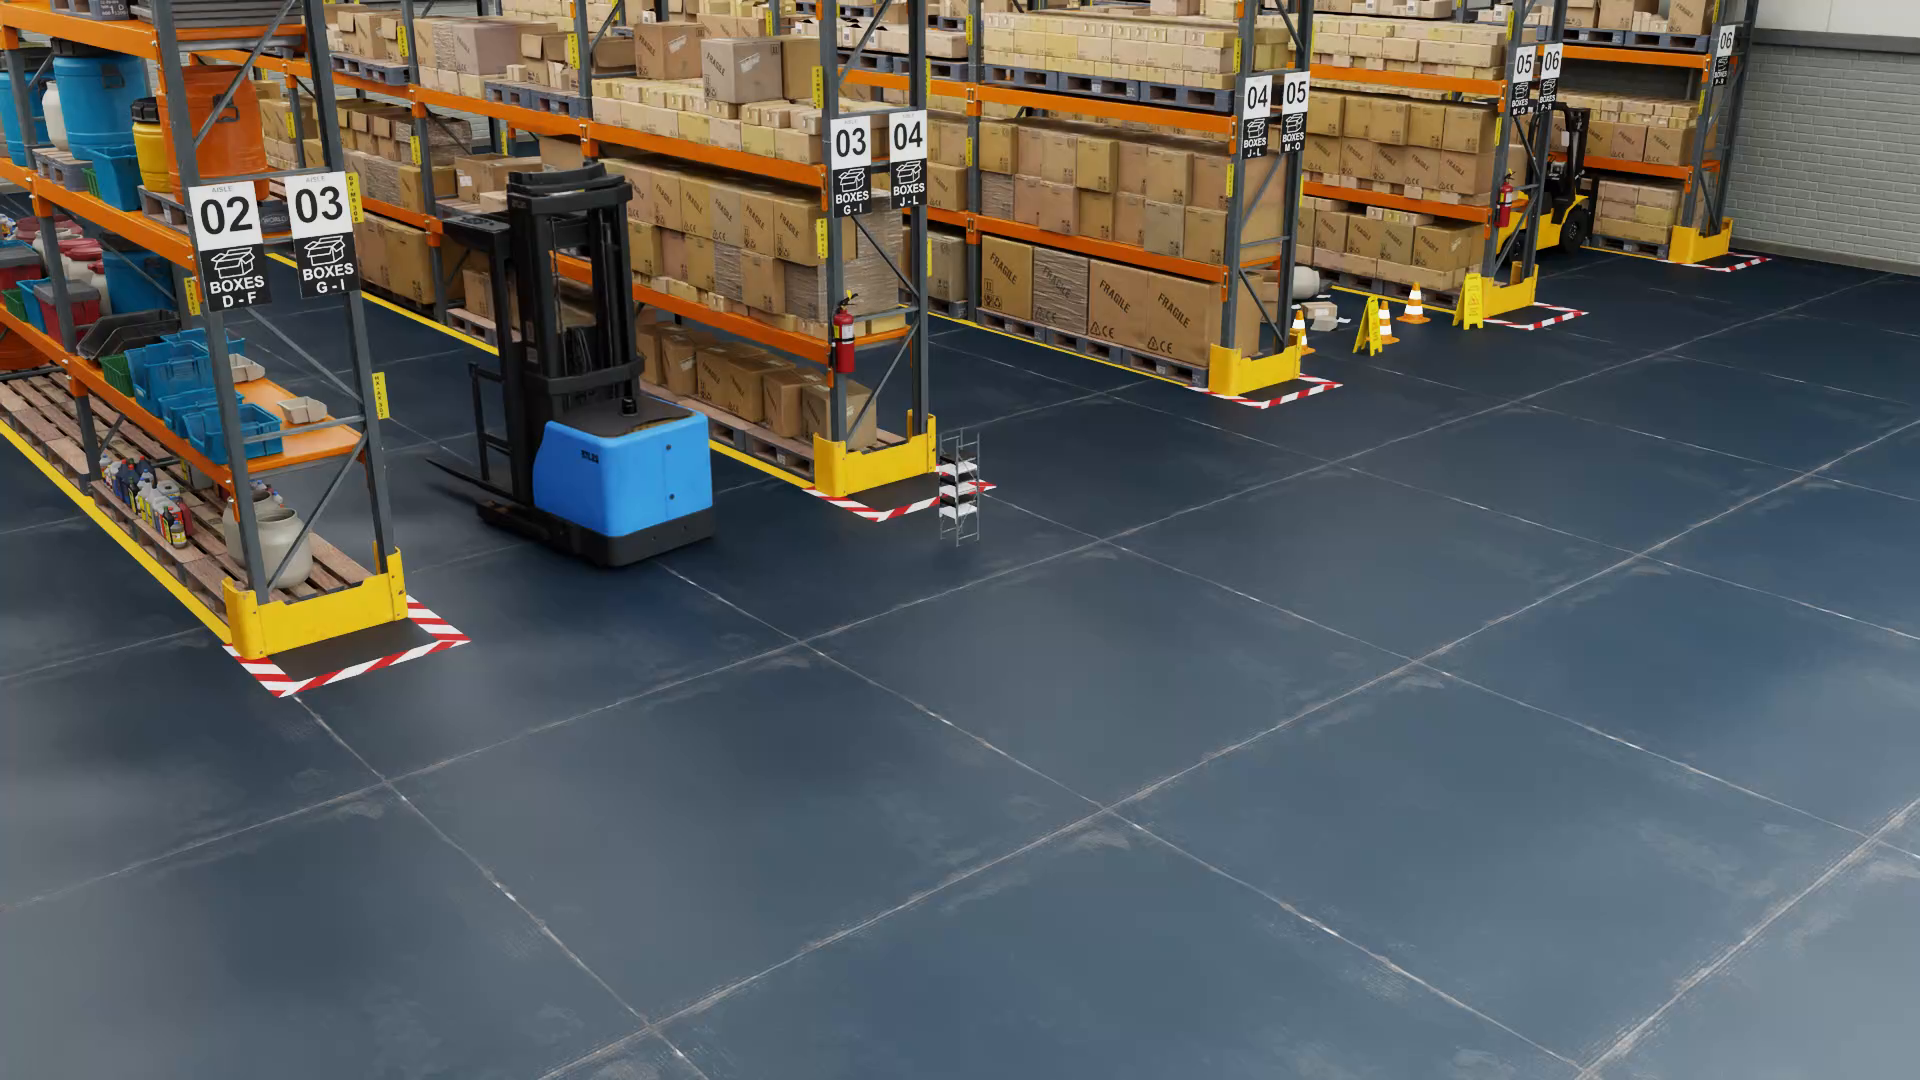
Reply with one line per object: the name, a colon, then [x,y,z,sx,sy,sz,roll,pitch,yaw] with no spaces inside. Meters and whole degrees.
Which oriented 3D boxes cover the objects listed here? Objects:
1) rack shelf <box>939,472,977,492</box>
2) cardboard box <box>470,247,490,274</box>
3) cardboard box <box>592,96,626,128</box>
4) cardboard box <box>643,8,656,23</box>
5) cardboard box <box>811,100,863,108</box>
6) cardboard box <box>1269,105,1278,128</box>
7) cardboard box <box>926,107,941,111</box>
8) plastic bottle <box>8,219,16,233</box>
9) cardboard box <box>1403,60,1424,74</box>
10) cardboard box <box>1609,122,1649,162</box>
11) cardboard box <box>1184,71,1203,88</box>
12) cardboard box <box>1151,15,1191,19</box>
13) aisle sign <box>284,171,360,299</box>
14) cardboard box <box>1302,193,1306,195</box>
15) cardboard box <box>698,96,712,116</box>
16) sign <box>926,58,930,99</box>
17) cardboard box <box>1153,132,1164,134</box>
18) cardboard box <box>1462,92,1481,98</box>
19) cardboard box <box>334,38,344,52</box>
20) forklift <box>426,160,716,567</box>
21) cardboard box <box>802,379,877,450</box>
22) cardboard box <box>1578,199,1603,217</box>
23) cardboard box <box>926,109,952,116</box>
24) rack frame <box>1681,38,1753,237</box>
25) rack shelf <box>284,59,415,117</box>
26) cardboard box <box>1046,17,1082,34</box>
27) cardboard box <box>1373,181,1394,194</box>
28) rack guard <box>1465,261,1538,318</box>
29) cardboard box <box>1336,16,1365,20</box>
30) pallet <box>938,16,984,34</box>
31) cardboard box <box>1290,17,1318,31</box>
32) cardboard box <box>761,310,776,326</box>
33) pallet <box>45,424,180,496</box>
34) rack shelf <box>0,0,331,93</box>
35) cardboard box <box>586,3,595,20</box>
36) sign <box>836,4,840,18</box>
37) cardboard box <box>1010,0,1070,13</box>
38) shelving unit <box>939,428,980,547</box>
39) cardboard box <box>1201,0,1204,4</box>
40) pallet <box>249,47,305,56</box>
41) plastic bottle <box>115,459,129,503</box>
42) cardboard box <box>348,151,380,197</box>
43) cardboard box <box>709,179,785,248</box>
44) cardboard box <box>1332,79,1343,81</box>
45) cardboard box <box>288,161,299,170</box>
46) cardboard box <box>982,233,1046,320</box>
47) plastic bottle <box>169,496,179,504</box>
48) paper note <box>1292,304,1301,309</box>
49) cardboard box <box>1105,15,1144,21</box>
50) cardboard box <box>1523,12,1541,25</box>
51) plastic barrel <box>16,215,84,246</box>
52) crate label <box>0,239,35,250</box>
rack shelf: [-0.005,-0.474,13.305,0.258,0.077,0.200,-17,27,-37]
cardboard box: [-5.461,-3.344,19.704,0.500,0.250,0.500,-16,27,-35]
cardboard box: [-3.210,-4.168,16.105,0.500,0.250,0.500,-19,28,-39]
cardboard box: [-4.293,-7.647,24.328,0.500,0.311,0.500,-18,28,-38]
cardboard box: [-1.057,-3.700,14.363,0.380,0.149,0.250,-18,28,-38]
cardboard box: [4.321,-5.863,22.424,0.700,0.500,0.500,-18,28,-38]
cardboard box: [-0.275,-7.053,27.585,0.500,0.250,0.500,-18,28,-38]
plastic bottle: [-10.305,-3.356,18.116,0.097,0.271,0.097,0,21,0]
cardboard box: [5.716,-5.878,20.609,0.380,0.149,0.250,-18,28,-38]
cardboard box: [9.715,-5.728,23.860,0.500,0.500,0.500,-16,27,-36]
cardboard box: [2.487,-4.677,16.830,0.380,0.149,0.250,-17,27,-37]
cardboard box: [3.048,-7.317,23.569,0.500,0.250,0.500,-17,27,-37]
aisle sign: [-4.182,-2.002,10.919,0.394,0.787,0.004,-17,27,-37]
cardboard box: [4.787,-4.550,23.155,0.500,0.500,0.500,-18,28,-38]
cardboard box: [-2.104,-3.884,14.833,0.380,0.149,0.250,-19,28,-40]
sign: [-0.288,-3.854,13.899,0.100,0.325,0.005,-17,27,-37]
cardboard box: [2.998,-5.826,24.014,0.380,0.149,0.250,-17,27,-37]
cardboard box: [7.939,-6.896,25.544,0.380,0.149,0.250,-17,27,-36]
cardboard box: [-7.673,-6.265,21.021,0.380,0.149,0.250,-19,28,-40]
forklift: [-3.392,-1.593,13.533,3.031,2.935,1.130,19,28,39]
cardboard box: [-1.094,-1.129,15.106,0.500,0.500,0.500,-12,24,-28]
cardboard box: [9.340,-4.950,24.517,0.500,0.250,0.500,-18,28,-39]
cardboard box: [-0.482,-5.108,20.905,0.700,0.500,0.500,-17,27,-37]
rack frame: [10.567,-5.463,23.319,1.000,3.000,0.127,-17,27,-37]
rack shelf: [-7.226,-5.746,20.914,1.077,0.370,4.000,-17,27,-37]
cardboard box: [1.161,-5.609,18.118,0.380,0.149,0.250,-17,27,-37]
cardboard box: [5.515,-4.552,21.338,0.380,0.149,0.250,-18,28,-38]
rack guard: [6.759,-3.137,20.809,1.175,0.500,0.348,-17,27,-37]
cardboard box: [5.169,-6.814,21.905,0.380,0.149,0.250,-16,27,-36]
pallet: [0.394,-8.273,26.639,1.003,0.211,1.213,-16,26,-35]
cardboard box: [4.514,-6.732,21.696,0.380,0.149,0.250,-19,28,-39]
cardboard box: [-1.557,-2.033,14.905,0.380,0.149,0.250,-17,27,-37]
pallet: [-7.604,-0.757,15.126,1.003,0.211,1.213,-17,27,-37]
rack shelf: [-5.756,-3.567,11.786,1.077,0.370,4.000,-17,27,-37]
cardboard box: [-5.533,-8.163,25.618,0.500,0.250,0.500,-19,28,-40]
sign: [-1.671,-7.088,22.538,0.100,0.325,0.005,-17,27,-37]
cardboard box: [1.227,-8.199,25.474,0.797,0.503,0.637,-20,29,-41]
shelving unit: [-0.005,-0.421,13.326,0.258,0.900,0.210,-17,27,-37]
cardboard box: [4.429,-9.440,29.018,0.380,0.149,0.250,-17,27,-37]
pallet: [-9.058,-6.820,22.793,1.003,0.211,1.213,-17,27,-37]
plastic bottle: [-6.849,-0.497,13.668,0.144,0.351,0.185,-17,27,-36]
cardboard box: [-7.424,-4.678,21.177,0.500,0.500,0.500,-17,27,-36]
cardboard box: [-1.900,-2.940,14.962,0.500,0.500,0.500,-17,27,-37]
cardboard box: [6.414,-7.706,28.020,0.380,0.149,0.250,-18,27,-38]
cardboard box: [-8.979,-5.126,22.802,0.380,0.149,0.250,-17,27,-37]
cardboard box: [0.871,-3.195,19.866,0.875,0.875,0.875,-17,27,-37]
plastic bottle: [-6.264,-0.247,13.236,0.097,0.201,0.097,0,21,0]
paper note: [4.243,-2.950,20.990,0.148,0.019,0.142,-8,23,-19]
cardboard box: [1.817,-5.698,18.344,0.380,0.149,0.250,-18,28,-38]
cardboard box: [8.520,-7.681,24.501,0.380,0.149,0.250,-16,27,-36]
plastic barrel: [-9.140,-2.960,16.741,0.600,0.536,0.708,-17,27,-37]
crate label: [-9.229,-2.630,16.037,0.502,0.435,0.616,-17,27,-37]
